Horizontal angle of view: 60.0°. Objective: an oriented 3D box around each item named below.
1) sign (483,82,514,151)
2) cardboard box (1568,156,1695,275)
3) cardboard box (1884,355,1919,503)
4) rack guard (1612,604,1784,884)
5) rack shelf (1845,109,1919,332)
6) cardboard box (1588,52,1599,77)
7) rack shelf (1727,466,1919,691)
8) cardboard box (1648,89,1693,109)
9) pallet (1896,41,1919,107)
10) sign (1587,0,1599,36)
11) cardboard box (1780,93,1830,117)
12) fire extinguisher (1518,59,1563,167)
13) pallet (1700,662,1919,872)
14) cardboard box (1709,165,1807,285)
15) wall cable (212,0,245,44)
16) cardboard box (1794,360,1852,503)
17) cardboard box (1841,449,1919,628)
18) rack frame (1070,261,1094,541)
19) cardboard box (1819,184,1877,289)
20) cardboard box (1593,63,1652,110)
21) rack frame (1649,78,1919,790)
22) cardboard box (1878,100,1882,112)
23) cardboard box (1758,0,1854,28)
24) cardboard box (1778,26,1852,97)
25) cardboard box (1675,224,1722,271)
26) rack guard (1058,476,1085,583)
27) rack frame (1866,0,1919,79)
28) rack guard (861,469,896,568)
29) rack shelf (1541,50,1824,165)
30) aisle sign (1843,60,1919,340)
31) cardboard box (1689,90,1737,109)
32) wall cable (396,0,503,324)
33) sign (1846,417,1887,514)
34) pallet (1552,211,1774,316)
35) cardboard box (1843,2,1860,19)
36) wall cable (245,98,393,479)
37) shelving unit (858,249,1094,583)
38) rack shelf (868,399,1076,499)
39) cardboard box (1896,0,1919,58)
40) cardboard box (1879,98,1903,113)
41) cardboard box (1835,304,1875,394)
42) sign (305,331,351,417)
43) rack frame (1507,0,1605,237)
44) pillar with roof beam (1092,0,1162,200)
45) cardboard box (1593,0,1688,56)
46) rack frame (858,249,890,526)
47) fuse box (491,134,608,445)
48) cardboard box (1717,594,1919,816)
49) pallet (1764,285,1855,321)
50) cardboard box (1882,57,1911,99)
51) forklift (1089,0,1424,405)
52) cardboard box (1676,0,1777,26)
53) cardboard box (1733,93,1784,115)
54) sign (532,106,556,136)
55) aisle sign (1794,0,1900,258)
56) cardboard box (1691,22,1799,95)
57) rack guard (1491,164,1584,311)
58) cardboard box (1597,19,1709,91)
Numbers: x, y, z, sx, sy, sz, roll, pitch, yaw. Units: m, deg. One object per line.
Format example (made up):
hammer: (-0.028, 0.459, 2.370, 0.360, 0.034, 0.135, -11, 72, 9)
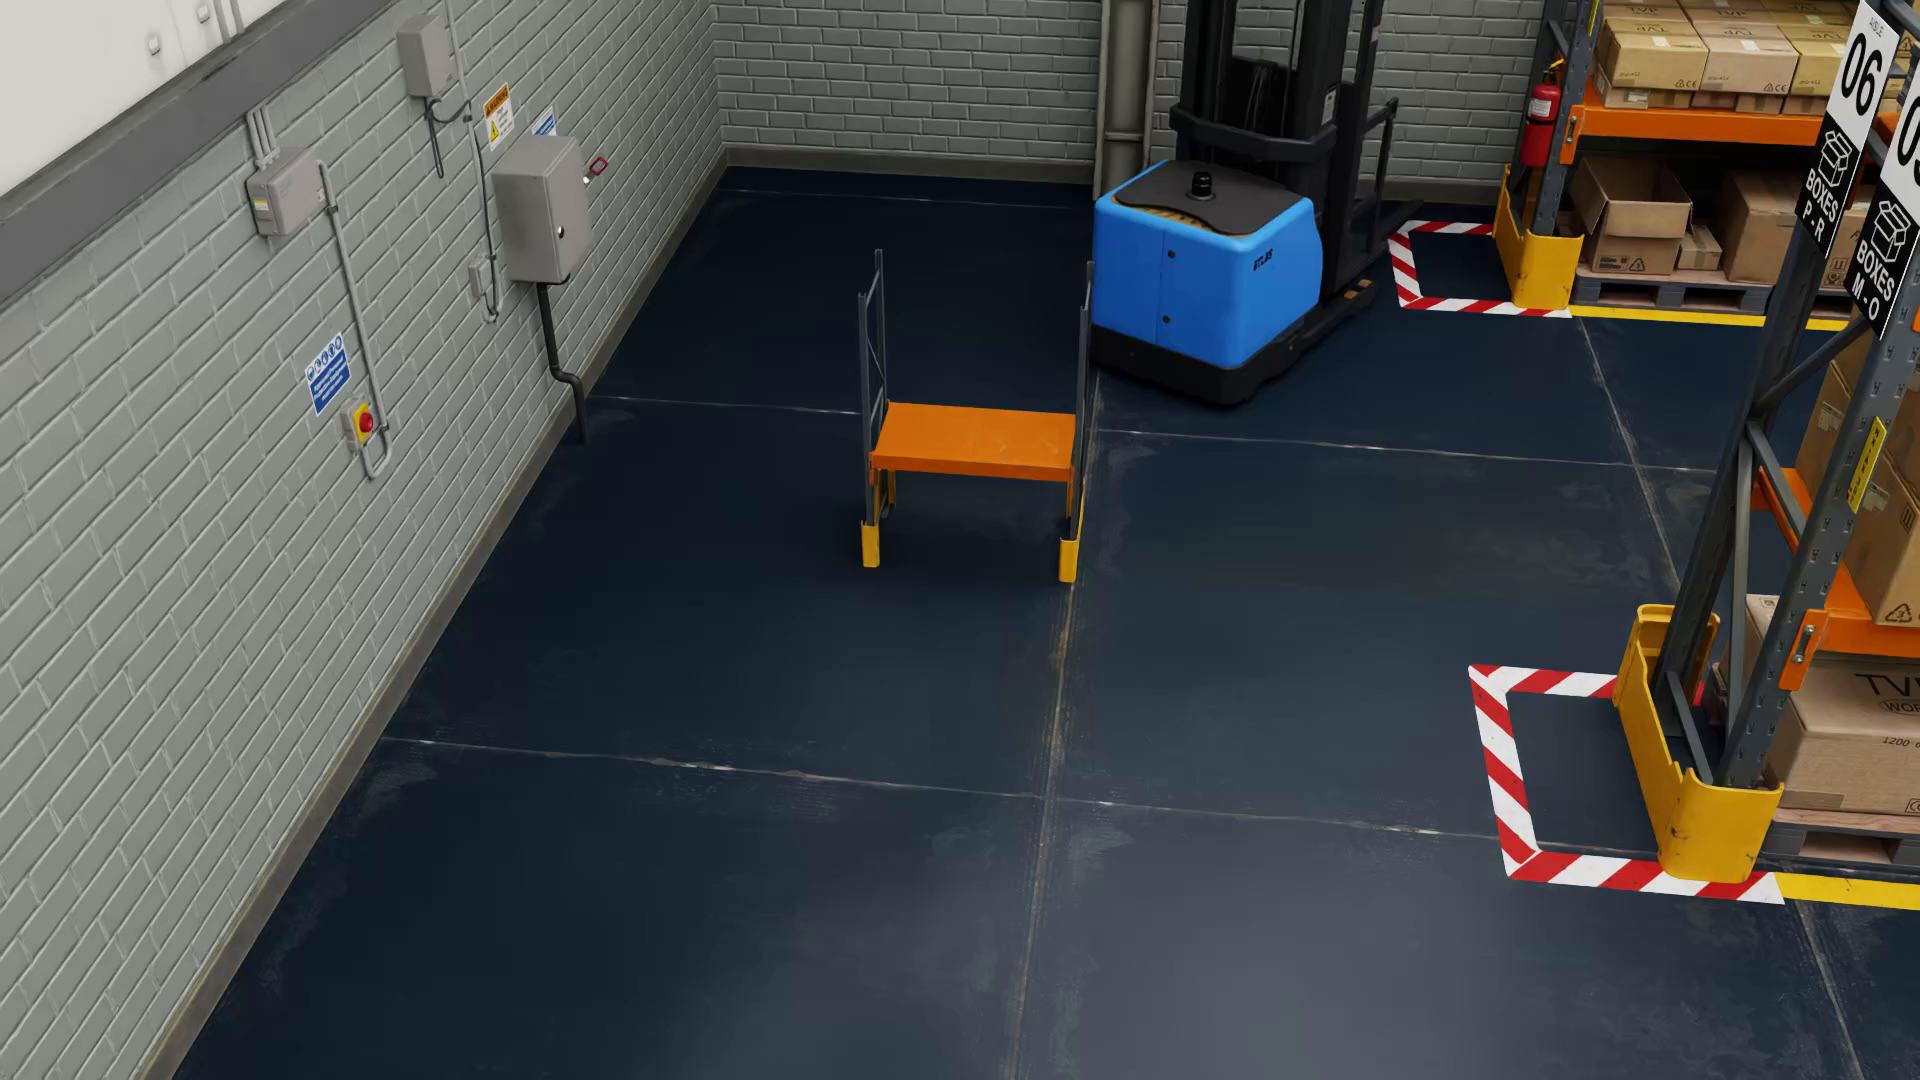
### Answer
sign: (-2.291, -2.107, 8.266, 0.001, 0.242, 0.339, 4, 36, 6)
cardboard box: (4.328, -2.099, 10.753, 0.637, 0.503, 0.797, 3, 36, 4)
cardboard box: (3.545, -0.432, 5.683, 0.500, 0.500, 0.500, 4, 36, 5)
rack guard: (3.081, 0.832, 7.011, 0.348, 0.500, 1.175, 4, 36, 6)
rack shelf: (5.089, -0.964, 5.412, 4.000, 0.370, 1.077, 4, 36, 6)
cardboard box: (4.096, -3.072, 10.545, 0.250, 0.149, 0.380, 4, 36, 5)
rack shelf: (5.089, 0.257, 6.284, 4.000, 0.370, 1.077, 4, 36, 6)
cardboard box: (4.283, -2.767, 10.118, 0.250, 0.149, 0.380, 5, 36, 7)
pallet: (3.842, -1.320, 5.368, 1.213, 0.211, 1.003, 4, 36, 6)
sign: (3.665, -3.084, 9.600, 0.005, 0.325, 0.100, 4, 36, 6)
cardboard box: (5.055, -2.697, 10.020, 0.250, 0.149, 0.380, 5, 36, 7)
fire extinguisher: (3.529, -2.605, 10.063, 0.183, 0.674, 0.296, 4, 36, 6)
pallet: (3.908, 0.966, 7.073, 1.213, 0.211, 1.003, 4, 36, 6)
cardboard box: (5.171, -2.012, 10.634, 0.500, 0.500, 0.700, 6, 36, 8)
wall cable: (-2.573, -2.884, 4.902, 0.029, 3.000, 0.463, 4, 36, 6)
cardboard box: (3.617, -0.341, 6.417, 0.500, 0.500, 0.500, 4, 36, 6)
cardboard box: (3.545, -0.023, 5.972, 0.500, 0.500, 0.500, 4, 36, 6)
rack frame: (0.589, -0.567, 8.110, 0.032, 1.500, 0.500, 4, 36, 6)
cardboard box: (5.683, -1.915, 10.499, 0.500, 0.500, 0.500, 5, 36, 7)
cardboard box: (4.025, -2.759, 10.107, 0.250, 0.149, 0.380, 4, 36, 6)
rack frame: (3.105, -0.184, 6.282, 0.127, 3.000, 1.000, 4, 36, 6)
cardboard box: (5.296, -2.635, 9.934, 0.250, 0.149, 0.380, 3, 36, 5)
cardboard box: (5.225, -3.145, 10.304, 0.500, 0.250, 0.500, 5, 36, 7)
cardboard box: (5.153, -2.842, 9.881, 0.500, 0.250, 0.500, 4, 36, 5)
cardboard box: (4.745, -1.901, 10.781, 0.250, 0.149, 0.380, 3, 36, 4)
rack guard: (0.570, -0.059, 8.475, 0.087, 0.250, 0.587, 4, 36, 6)
rack frame: (3.105, -2.625, 4.539, 0.127, 3.000, 1.000, 4, 36, 6)
rack guard: (-0.418, -0.133, 8.578, 0.087, 0.250, 0.587, 4, 36, 6)
rack shelf: (5.717, -2.603, 10.292, 4.000, 0.370, 1.077, 4, 36, 6)
aisle sign: (2.997, -1.080, 5.300, 0.004, 0.787, 0.394, 4, 36, 6)
cardboard box: (4.548, -2.768, 10.119, 0.250, 0.149, 0.380, 4, 36, 5)
wall cable: (-2.322, -1.819, 7.699, 0.122, 1.984, 0.588, 4, 36, 6)
sign: (3.028, -0.249, 5.560, 0.005, 0.325, 0.100, 4, 36, 6)
pallet: (4.600, -1.845, 11.010, 1.213, 0.211, 1.003, 4, 36, 6)
cardboard box: (5.744, -3.106, 10.250, 0.500, 0.250, 0.500, 4, 36, 6)
wall cable: (-2.491, -1.014, 6.544, 0.123, 1.953, 0.585, 4, 36, 6)
shelving unit: (0.076, -0.605, 8.163, 1.083, 1.500, 0.587, 4, 36, 6)
rack shelf: (0.085, -0.458, 8.267, 1.000, 0.185, 0.538, 4, 36, 6)
cardboard box: (5.637, -3.110, 9.609, 0.500, 0.500, 0.500, 5, 36, 7)
cardboard box: (5.560, -2.628, 9.923, 0.250, 0.149, 0.380, 5, 36, 7)
cardboard box: (3.614, -0.733, 6.105, 0.500, 0.500, 0.500, 5, 36, 8)
sign: (-2.558, -0.674, 6.737, 0.001, 0.218, 0.327, 4, 36, 6)
rack frame: (3.734, -3.044, 10.290, 0.127, 3.000, 1.000, 4, 36, 6)
pillar with roof beam: (0.626, -3.724, 6.079, 0.400, 9.000, 9.100, 4, 36, 6)
cardboard box: (4.224, -3.223, 10.414, 0.500, 0.250, 0.500, 5, 36, 7)
rack frame: (-0.420, -0.642, 8.215, 0.032, 1.500, 0.500, 4, 36, 6)
fuse box: (-2.079, -1.262, 8.903, 0.414, 1.711, 0.539, 4, 36, 6)
cardboard box: (3.772, 0.680, 6.917, 0.875, 0.438, 0.875, 3, 36, 4)
pallet: (5.806, -1.753, 10.882, 1.213, 0.211, 1.003, 4, 36, 6)
cardboard box: (5.662, -2.817, 9.845, 0.500, 0.250, 0.500, 3, 36, 5)
forklift: (2.039, -2.771, 9.967, 1.130, 2.935, 3.031, 24, 42, 29)
cardboard box: (4.735, -3.184, 10.359, 0.500, 0.250, 0.500, 4, 36, 6)
cardboard box: (4.791, -2.714, 10.043, 0.250, 0.149, 0.380, 5, 36, 7)
sign: (-2.221, -2.048, 8.976, 0.001, 0.494, 0.329, 4, 36, 6)
aisle sign: (3.073, -1.426, 5.785, 0.004, 0.787, 0.394, 4, 36, 6)
cardboard box: (4.649, -2.878, 9.930, 0.500, 0.250, 0.500, 5, 36, 6)
rack guard: (3.809, -2.021, 11.008, 0.348, 0.500, 1.175, 4, 36, 6)
cardboard box: (4.149, -2.915, 9.982, 0.500, 0.250, 0.500, 4, 36, 6)
